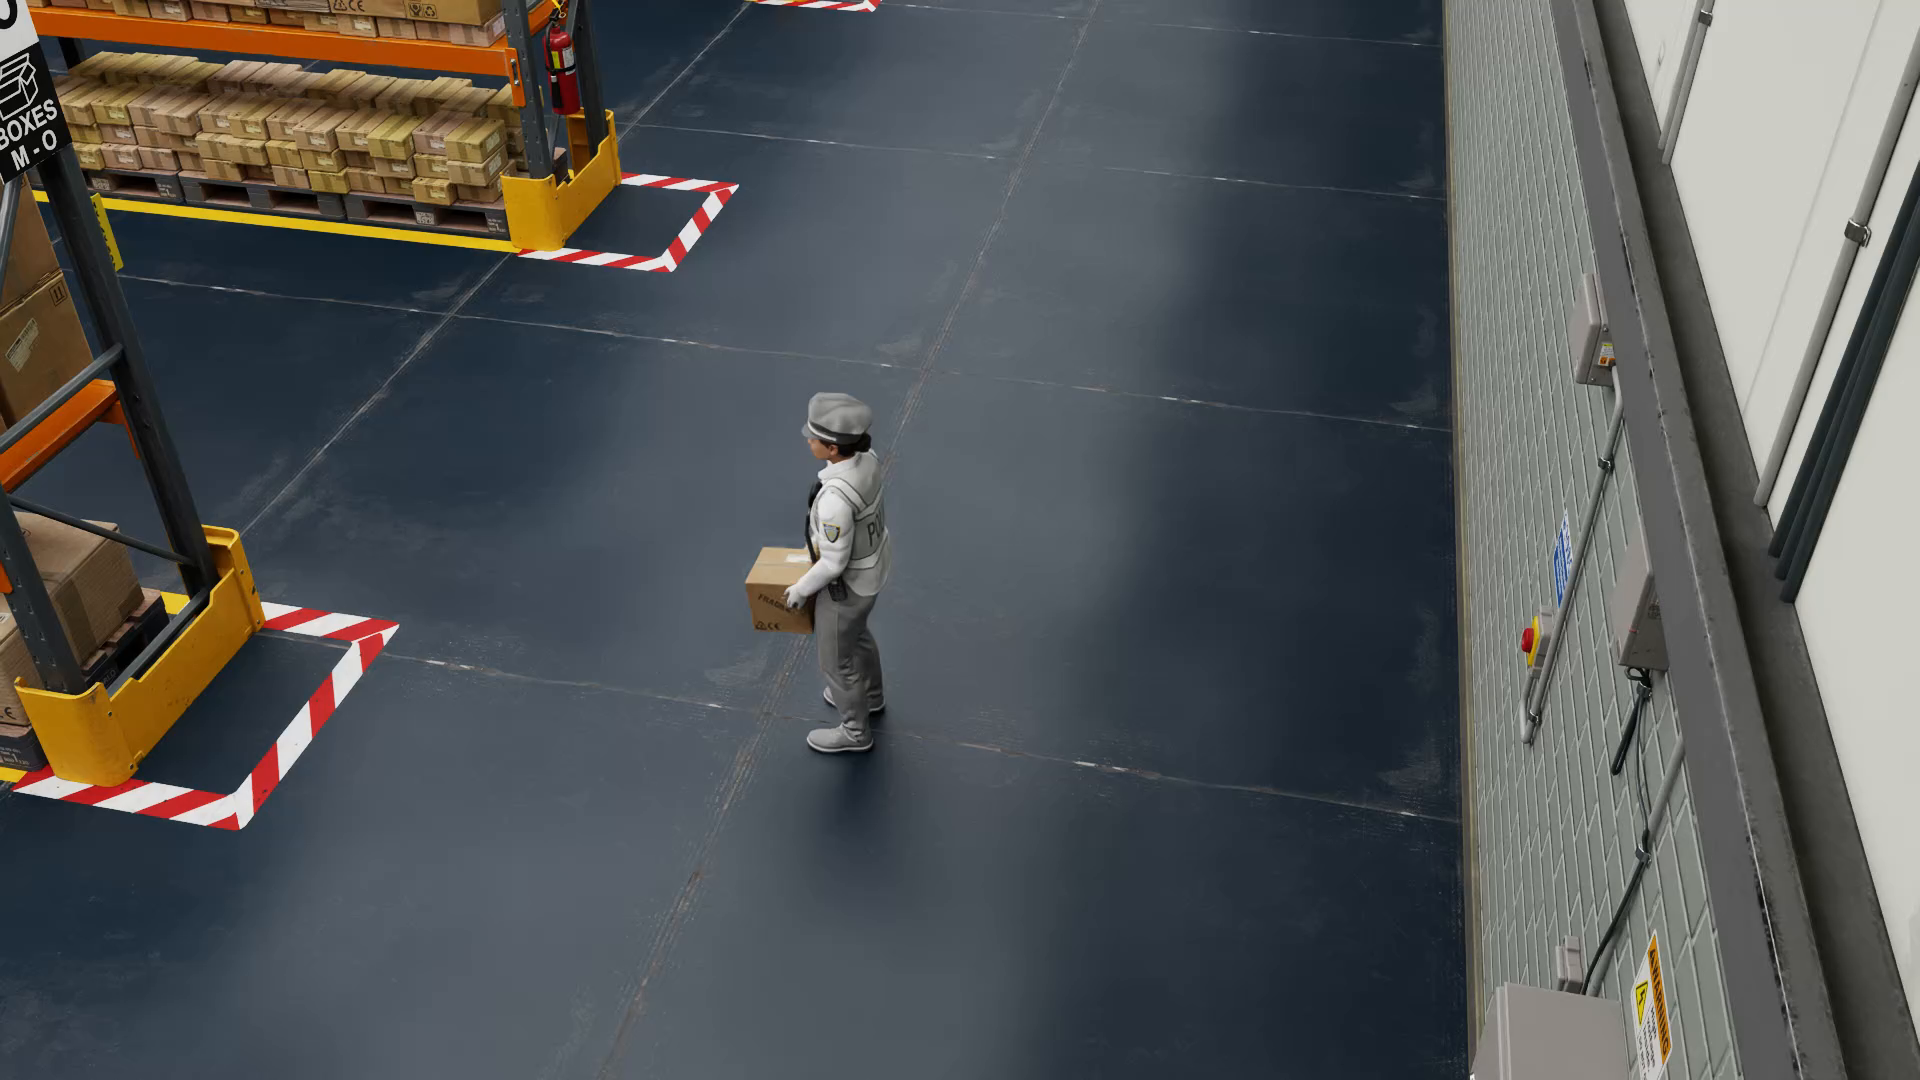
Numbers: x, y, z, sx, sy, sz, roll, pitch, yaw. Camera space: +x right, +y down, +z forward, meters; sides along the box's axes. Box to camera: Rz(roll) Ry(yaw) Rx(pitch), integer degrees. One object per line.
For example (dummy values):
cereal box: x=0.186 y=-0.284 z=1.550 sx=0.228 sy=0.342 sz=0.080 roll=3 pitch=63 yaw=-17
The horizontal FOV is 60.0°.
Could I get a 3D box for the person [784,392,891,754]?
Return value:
person: x=-0.485 y=0.149 z=6.746 sx=0.398 sy=1.682 sz=0.501 roll=7 pitch=37 yaw=9
